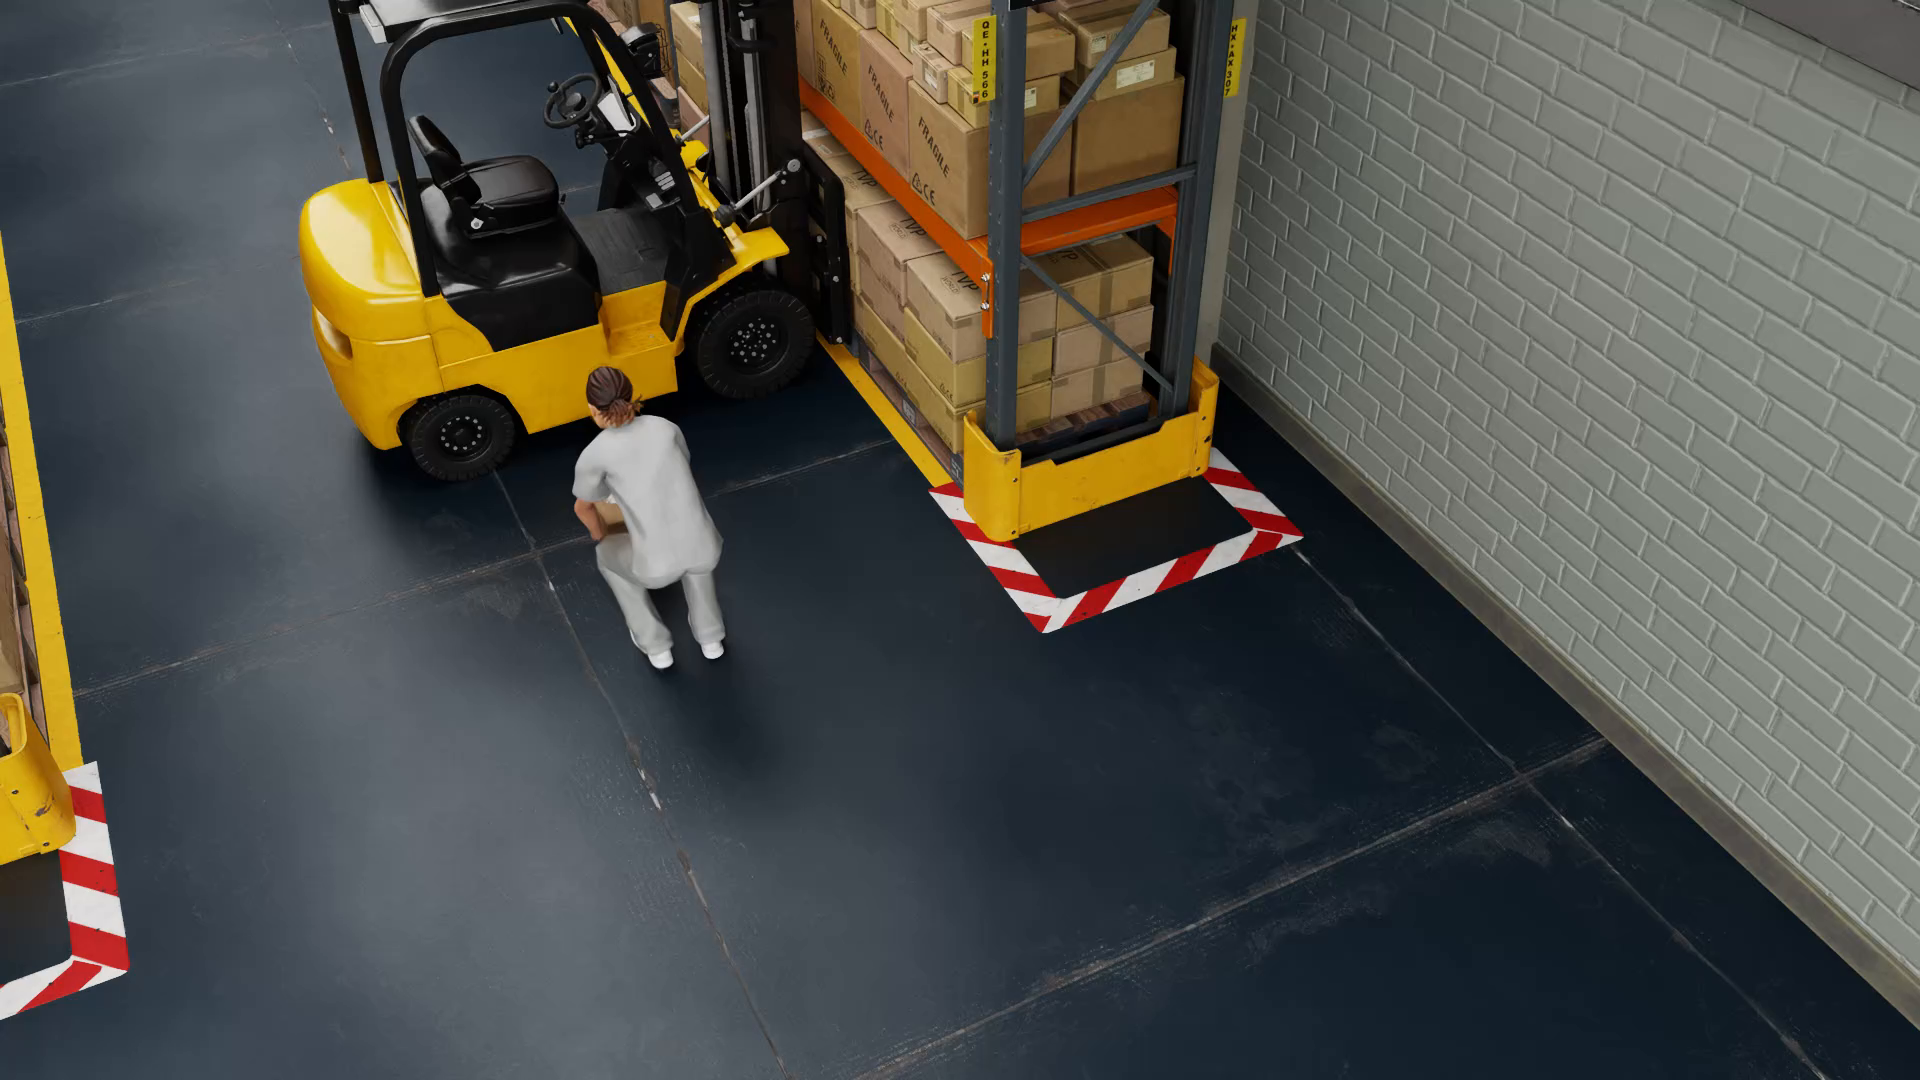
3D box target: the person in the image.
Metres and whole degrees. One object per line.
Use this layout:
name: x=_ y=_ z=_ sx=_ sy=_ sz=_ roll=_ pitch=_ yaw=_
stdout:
person: x=-1.228 y=-0.046 z=6.558 sx=0.496 sy=1.221 sz=0.716 roll=-19 pitch=45 yaw=-20
